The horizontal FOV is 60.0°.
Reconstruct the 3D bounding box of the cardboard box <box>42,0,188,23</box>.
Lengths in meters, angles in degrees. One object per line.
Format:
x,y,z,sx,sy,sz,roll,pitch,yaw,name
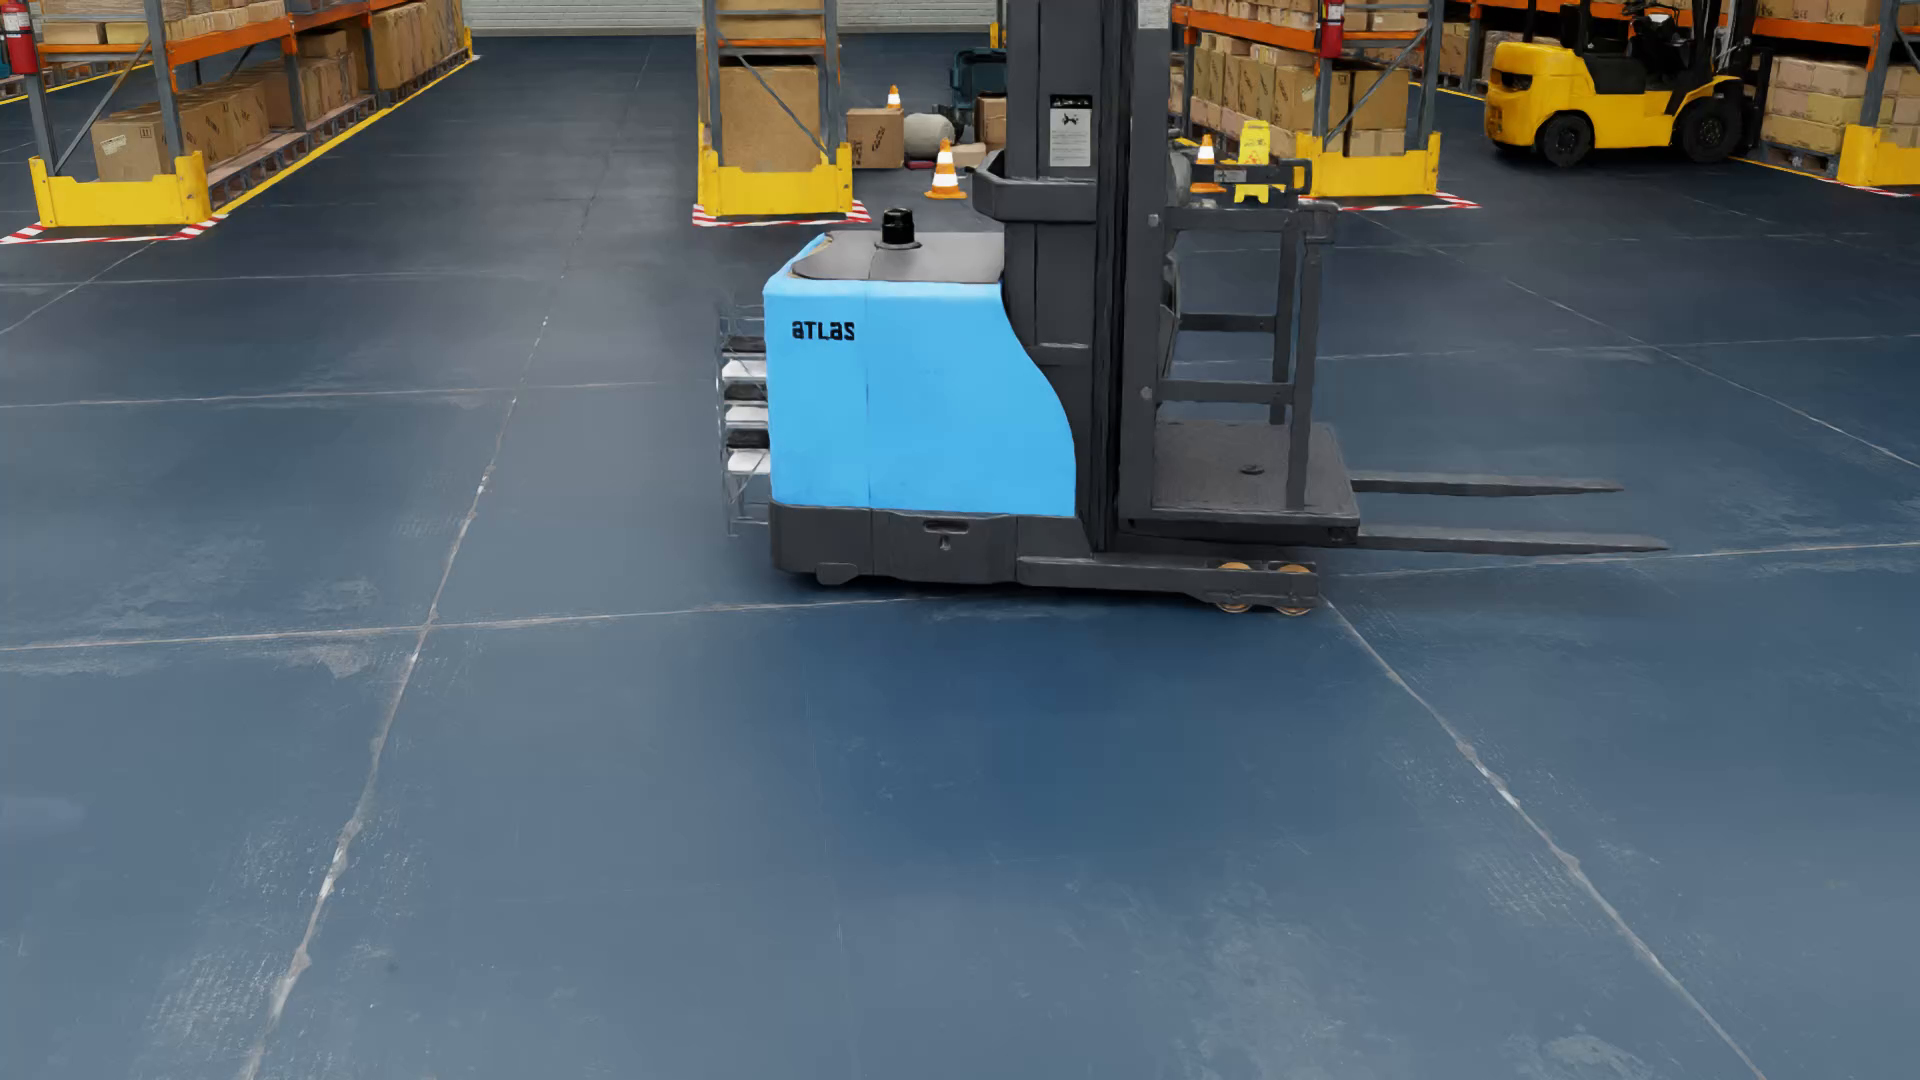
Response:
-6.423,-4.200,12.606,0.875,0.500,0.500,-3,21,-8,cardboard box

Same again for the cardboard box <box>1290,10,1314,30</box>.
3.023,-4.405,14.082,0.380,0.149,0.250,-3,21,-8,cardboard box

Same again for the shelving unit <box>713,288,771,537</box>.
-0.749,-0.465,6.175,0.258,0.900,0.210,2,21,6,shelving unit

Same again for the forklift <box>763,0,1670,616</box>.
0.893,-1.318,5.556,3.031,2.935,1.130,2,21,6,forklift

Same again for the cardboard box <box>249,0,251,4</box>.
-6.907,-5.059,14.907,0.875,0.500,0.500,-3,21,-8,cardboard box

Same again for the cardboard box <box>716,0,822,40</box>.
-1.547,-4.233,13.049,0.875,0.550,0.550,-3,21,-8,cardboard box

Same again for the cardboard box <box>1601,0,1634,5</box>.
7.438,-6.049,18.340,0.500,0.250,0.500,-2,21,-7,cardboard box

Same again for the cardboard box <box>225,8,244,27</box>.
-6.424,-4.509,14.362,0.380,0.149,0.250,-3,21,-8,cardboard box

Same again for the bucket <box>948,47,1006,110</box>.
0.276,-4.670,16.938,0.726,0.611,0.620,4,11,11,bucket

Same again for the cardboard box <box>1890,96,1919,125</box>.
8.484,-3.889,14.958,0.500,0.250,0.500,-3,21,-7,cardboard box

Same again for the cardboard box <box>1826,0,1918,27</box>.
8.016,-4.777,14.577,0.500,0.500,0.500,-3,21,-9,cardboard box

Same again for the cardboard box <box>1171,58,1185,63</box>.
2.468,-5.606,20.094,0.950,0.372,0.625,-3,21,-9,cardboard box

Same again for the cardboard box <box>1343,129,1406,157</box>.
3.593,-3.524,14.693,0.500,0.250,0.500,-3,21,-8,cardboard box

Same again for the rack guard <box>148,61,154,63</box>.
-13.595,-7.948,26.783,1.175,0.500,0.348,-3,21,-8,rack guard

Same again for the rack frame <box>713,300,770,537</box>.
-0.761,-0.430,6.080,0.240,0.900,0.006,2,21,6,rack frame

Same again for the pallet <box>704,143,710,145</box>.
-1.814,-3.425,15.085,1.003,0.211,1.213,-3,21,-8,pallet

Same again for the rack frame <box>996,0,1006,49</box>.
1.129,-9.861,28.332,1.000,3.000,0.127,-3,21,-8,rack frame

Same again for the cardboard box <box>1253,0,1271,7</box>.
2.948,-5.029,14.825,0.500,0.500,0.500,-3,21,-8,cardboard box

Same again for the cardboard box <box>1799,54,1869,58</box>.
8.328,-4.473,15.805,0.500,0.250,0.500,-3,21,-8,cardboard box

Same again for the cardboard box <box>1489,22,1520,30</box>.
7.415,-6.962,22.616,0.380,0.149,0.250,-2,21,-6,cardboard box

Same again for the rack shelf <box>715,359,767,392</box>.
-0.749,-0.603,6.123,0.258,0.077,0.200,2,21,6,rack shelf

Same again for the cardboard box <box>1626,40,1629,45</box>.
7.579,-5.492,19.426,0.875,0.625,0.625,-3,21,-8,cardboard box

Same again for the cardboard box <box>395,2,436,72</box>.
-7.989,-6.957,22.994,1.225,0.875,0.875,-3,21,-8,cardboard box

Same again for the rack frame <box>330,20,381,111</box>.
-7.524,-6.592,19.578,1.000,3.000,0.127,-3,21,-8,rack frame

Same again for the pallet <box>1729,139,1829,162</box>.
8.022,-3.951,16.493,1.003,0.211,1.213,-3,21,-8,pallet

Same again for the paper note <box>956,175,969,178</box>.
0.012,-3.259,14.902,0.144,0.017,0.142,4,21,11,paper note

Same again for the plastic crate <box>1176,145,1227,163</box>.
2.274,-3.754,16.153,0.402,0.080,0.583,-11,23,-26,plastic crate

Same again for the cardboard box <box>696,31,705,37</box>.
-2.474,-5.432,19.087,1.050,0.750,0.750,-3,21,-7,cardboard box

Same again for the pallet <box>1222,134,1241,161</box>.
3.170,-3.746,15.945,1.003,0.211,1.213,-3,21,-8,pallet

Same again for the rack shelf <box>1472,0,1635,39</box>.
7.482,-6.314,19.862,1.077,0.370,4.000,-3,21,-8,rack shelf

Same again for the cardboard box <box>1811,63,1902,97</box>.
7.972,-4.094,14.791,0.500,0.250,0.500,-2,21,-6,cardboard box

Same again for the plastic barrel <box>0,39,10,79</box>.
-12.839,-6.506,21.748,0.600,0.901,0.708,-3,21,-8,plastic barrel

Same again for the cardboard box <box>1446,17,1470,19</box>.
7.190,-7.410,23.813,0.380,0.149,0.250,-4,21,-10,cardboard box

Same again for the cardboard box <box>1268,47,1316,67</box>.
2.942,-4.273,14.702,0.380,0.149,0.250,-2,21,-6,cardboard box

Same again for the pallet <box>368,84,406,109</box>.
-7.564,-5.562,20.807,1.003,0.211,1.213,-3,21,-8,pallet

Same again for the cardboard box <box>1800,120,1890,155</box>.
7.966,-3.629,14.974,0.500,0.250,0.500,-3,21,-7,cardboard box

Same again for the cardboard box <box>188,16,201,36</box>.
-6.271,-4.075,13.199,0.380,0.149,0.250,-3,21,-8,cardboard box

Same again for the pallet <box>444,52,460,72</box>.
-8.312,-7.361,25.623,1.003,0.211,1.213,-3,21,-8,pallet

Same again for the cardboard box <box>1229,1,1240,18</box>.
2.762,-5.020,15.730,0.380,0.149,0.250,-3,21,-7,cardboard box

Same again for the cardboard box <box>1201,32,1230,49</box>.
2.635,-5.006,16.664,0.380,0.149,0.250,-3,21,-7,cardboard box

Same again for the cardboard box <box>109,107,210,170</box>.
-6.565,-3.270,13.656,0.500,0.500,0.500,2,21,6,cardboard box

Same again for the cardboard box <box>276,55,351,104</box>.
-7.315,-5.204,18.807,0.700,0.500,0.500,-5,21,-12,cardboard box

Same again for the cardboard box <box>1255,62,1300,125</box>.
2.983,-4.026,14.967,0.500,0.500,0.500,-2,21,-6,cardboard box

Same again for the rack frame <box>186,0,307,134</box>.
-6.948,-5.207,15.870,1.000,3.000,0.127,-3,21,-8,rack frame

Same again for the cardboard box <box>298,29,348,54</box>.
-7.398,-5.748,19.190,0.500,0.250,0.500,-2,21,-6,cardboard box

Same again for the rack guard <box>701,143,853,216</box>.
-1.445,-2.858,13.153,1.175,0.500,0.348,-3,21,-8,rack guard

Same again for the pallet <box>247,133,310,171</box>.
-6.816,-3.670,15.740,1.003,0.211,1.213,-3,21,-8,pallet

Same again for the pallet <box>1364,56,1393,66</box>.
6.771,-7.142,25.037,1.003,0.211,1.213,-3,21,-8,pallet

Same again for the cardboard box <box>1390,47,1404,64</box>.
6.618,-7.218,24.227,0.500,0.500,0.500,-4,21,-9,cardboard box

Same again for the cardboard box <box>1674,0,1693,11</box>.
7.667,-5.659,16.937,0.500,0.500,0.500,-3,21,-7,cardboard box

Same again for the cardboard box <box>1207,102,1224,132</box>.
2.765,-4.213,16.539,0.500,0.250,0.500,-2,21,-5,cardboard box

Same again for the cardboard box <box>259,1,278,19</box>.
-6.599,-4.942,15.521,0.380,0.149,0.250,-3,21,-8,cardboard box
